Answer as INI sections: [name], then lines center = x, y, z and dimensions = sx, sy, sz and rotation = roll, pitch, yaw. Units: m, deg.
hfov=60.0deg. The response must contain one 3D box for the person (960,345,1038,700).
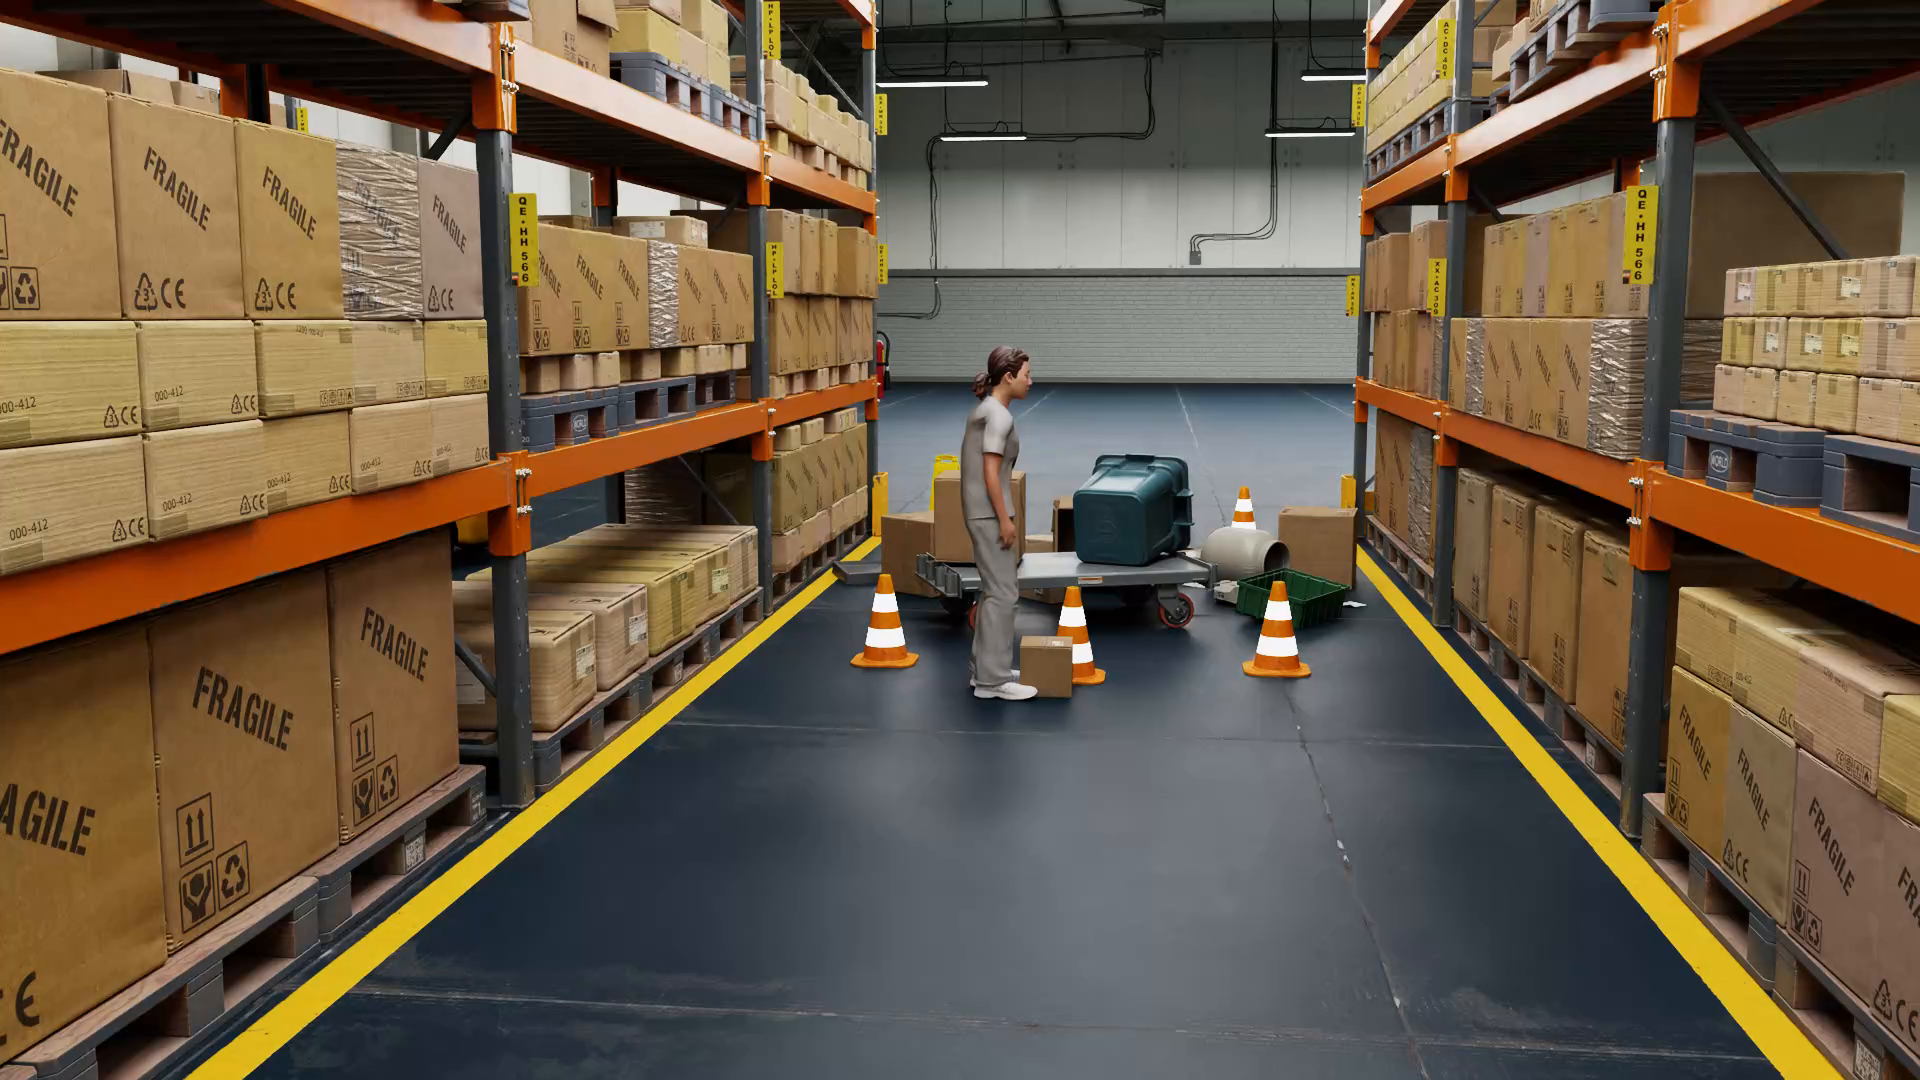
[person]
center = 0.181, -0.095, 8.006
dimensions = 0.359, 1.673, 0.485
rotation = 0, 8, -3
